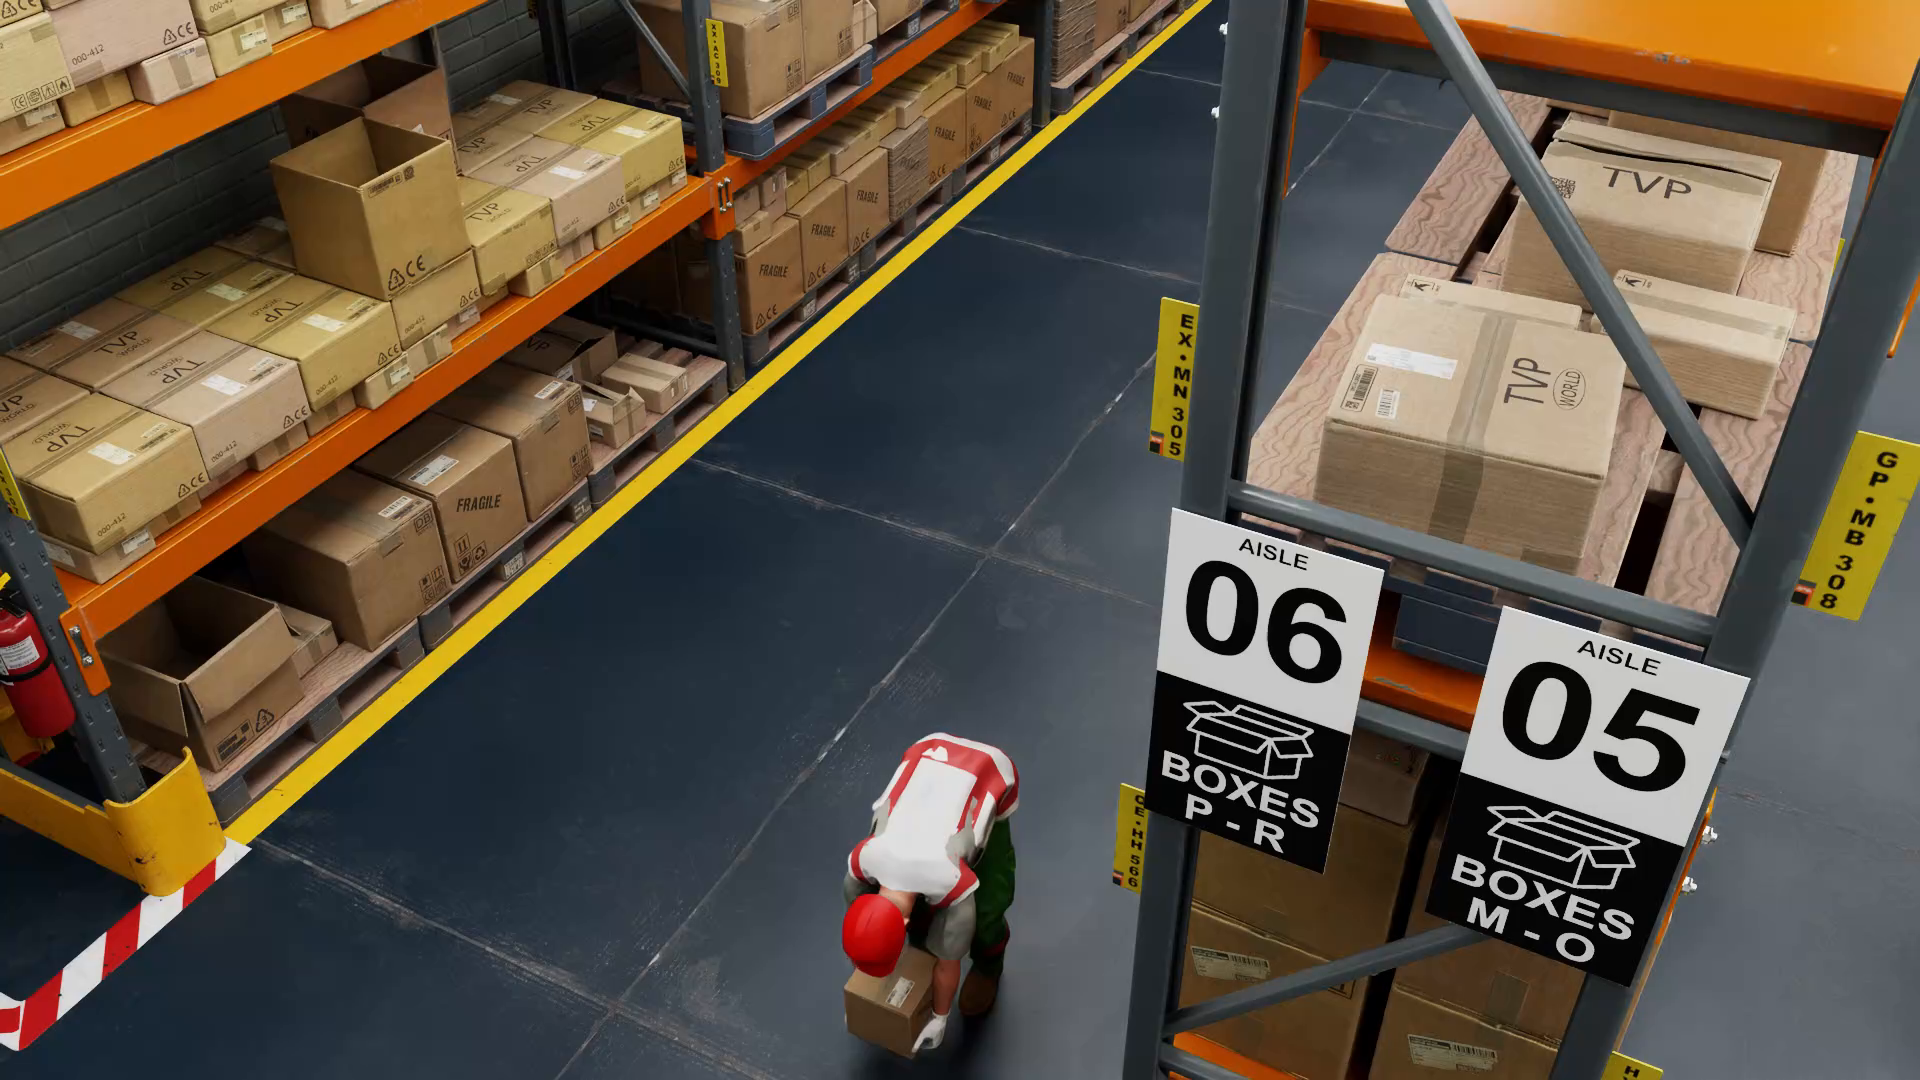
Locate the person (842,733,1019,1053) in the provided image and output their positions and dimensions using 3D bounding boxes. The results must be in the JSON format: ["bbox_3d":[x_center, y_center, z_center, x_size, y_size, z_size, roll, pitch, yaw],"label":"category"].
[{"bbox_3d":[-0.119,1.284,5.637,0.511,1.083,0.965,15,40,18],"label":"person"}]
